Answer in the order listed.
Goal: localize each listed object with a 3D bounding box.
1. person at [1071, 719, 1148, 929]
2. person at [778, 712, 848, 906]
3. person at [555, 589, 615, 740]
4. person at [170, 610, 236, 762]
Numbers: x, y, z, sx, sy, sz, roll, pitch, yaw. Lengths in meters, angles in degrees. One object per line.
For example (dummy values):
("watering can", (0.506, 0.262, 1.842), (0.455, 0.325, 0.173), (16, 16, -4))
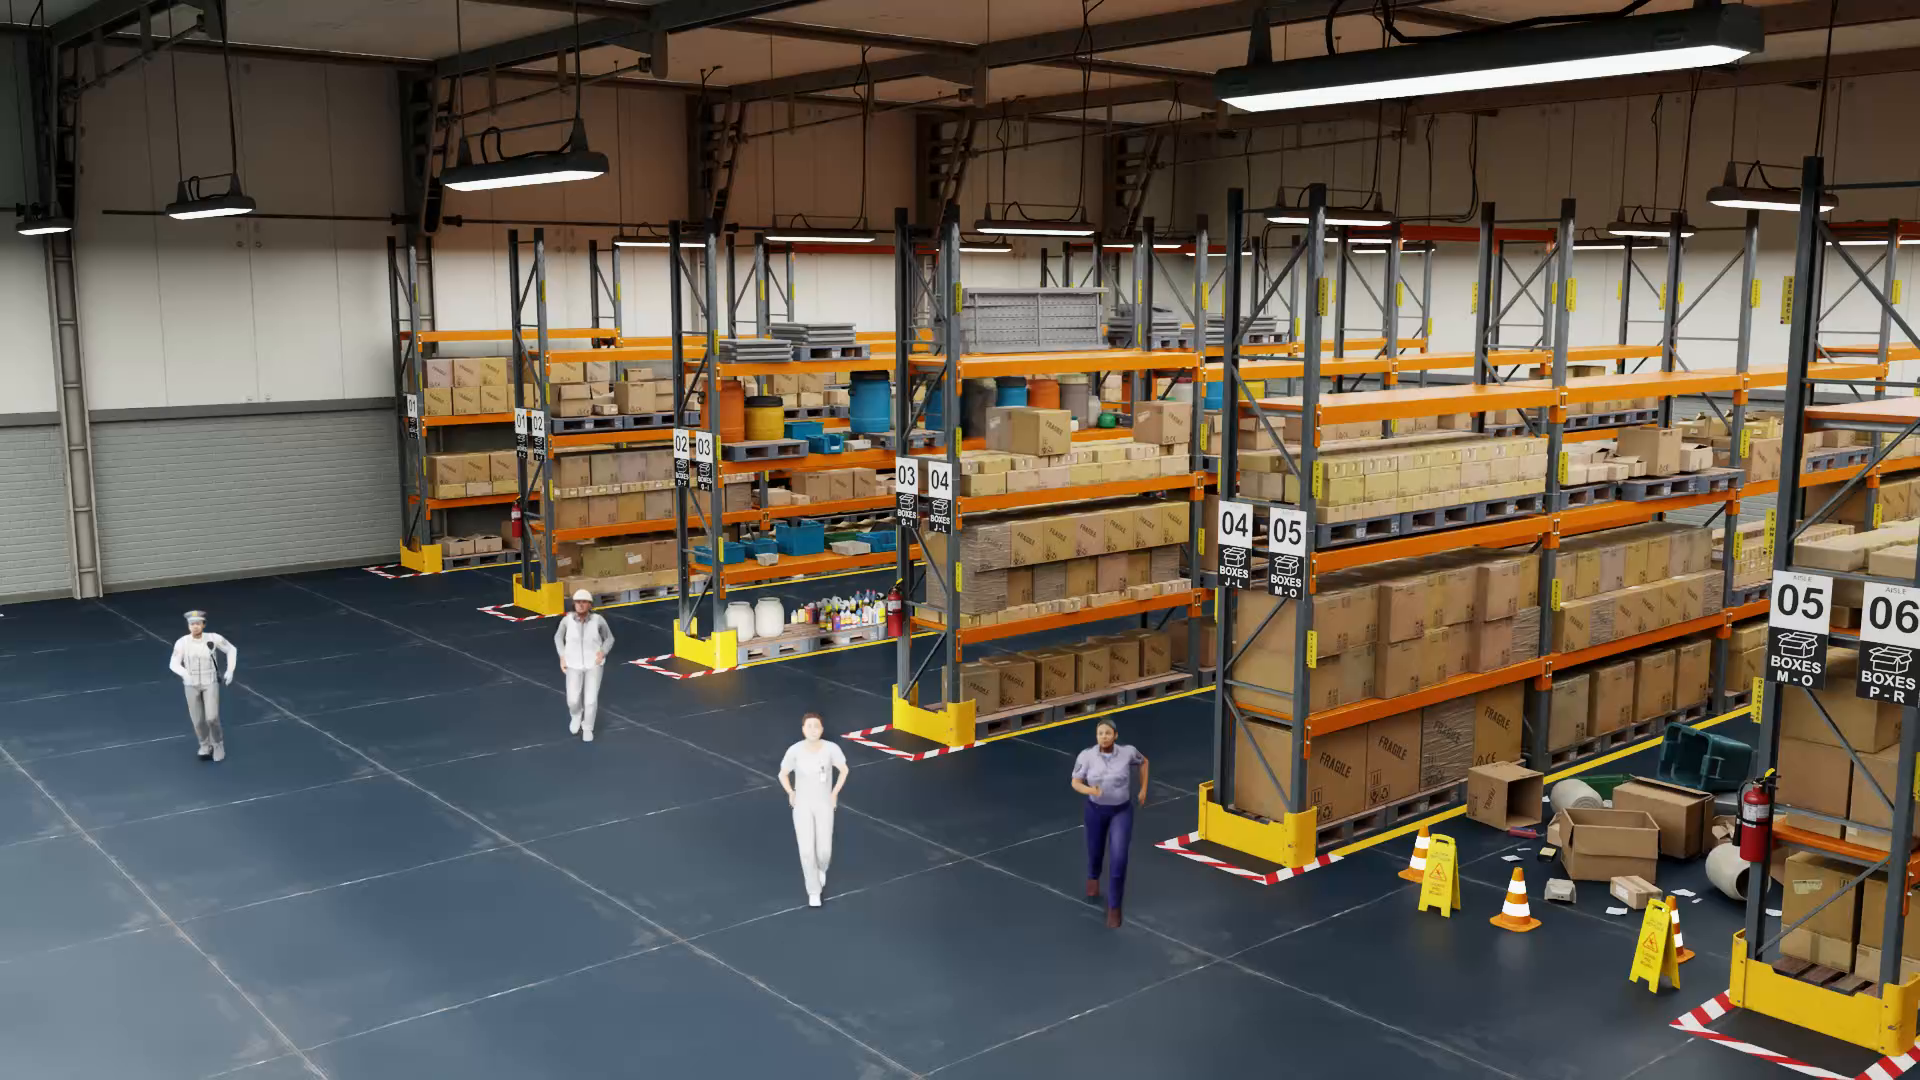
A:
("person", (1.230, 2.286, 13.695), (0.611, 1.690, 0.878), (1, 9, 9))
("person", (-1.229, 2.238, 13.961), (0.587, 1.621, 0.569), (-1, 9, -4))
("person", (-4.257, 1.422, 18.877), (0.672, 1.740, 0.571), (-2, 9, -10))
("person", (-8.192, 1.591, 18.014), (0.643, 1.708, 0.660), (-3, 9, -17))
